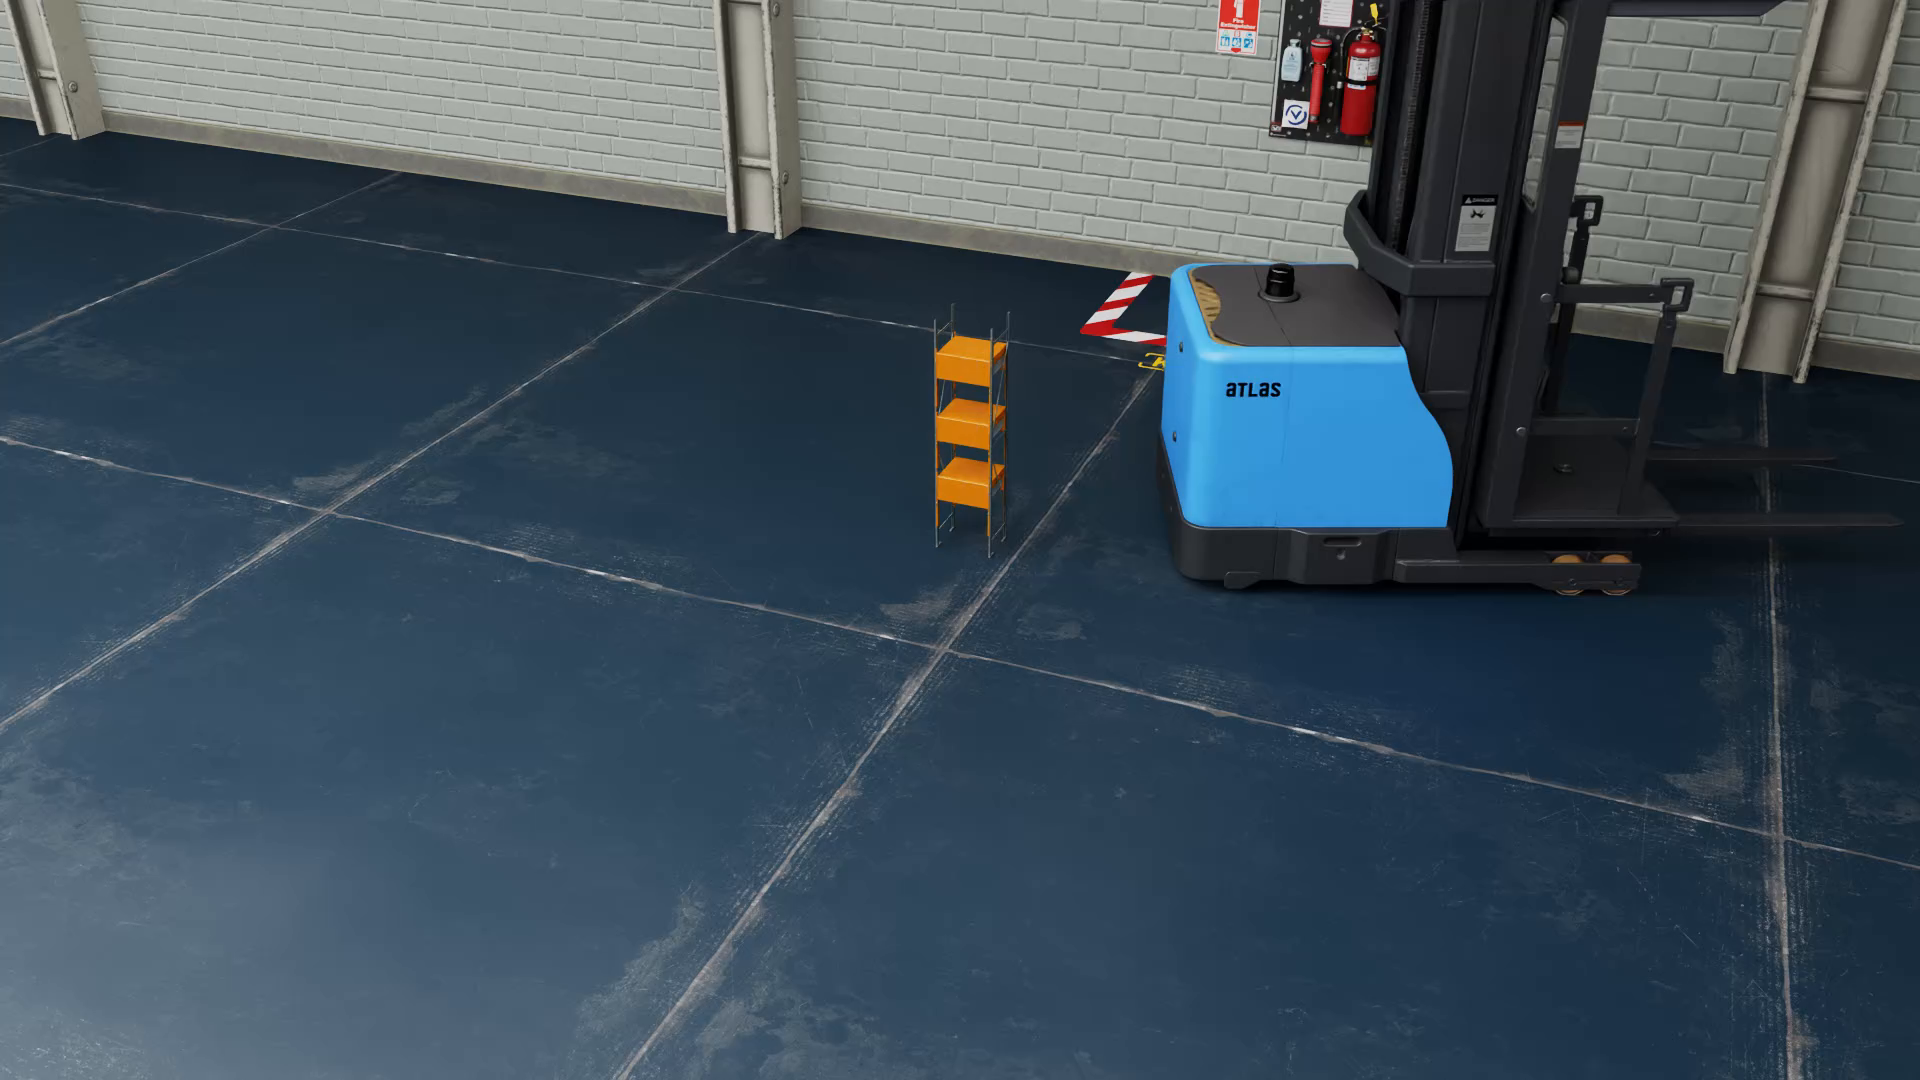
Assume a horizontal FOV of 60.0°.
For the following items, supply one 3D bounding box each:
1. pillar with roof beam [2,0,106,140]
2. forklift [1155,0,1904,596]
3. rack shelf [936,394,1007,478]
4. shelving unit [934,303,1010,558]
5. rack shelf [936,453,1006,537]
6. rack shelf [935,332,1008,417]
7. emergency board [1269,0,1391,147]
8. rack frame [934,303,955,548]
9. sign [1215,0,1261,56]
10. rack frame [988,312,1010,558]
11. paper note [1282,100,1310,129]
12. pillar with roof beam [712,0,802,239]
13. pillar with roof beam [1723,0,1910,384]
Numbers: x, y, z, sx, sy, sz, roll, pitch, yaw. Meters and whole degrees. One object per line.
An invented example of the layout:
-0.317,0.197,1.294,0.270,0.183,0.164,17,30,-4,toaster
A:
-8.443,-5.098,7.125,0.400,9.000,9.100,11,31,19,pillar with roof beam
2.413,-1.309,6.587,3.031,2.935,1.130,0,29,0,forklift
0.050,-0.438,6.979,0.240,0.259,0.215,11,31,19,rack shelf
0.050,-0.447,6.974,0.252,1.050,0.215,11,31,19,shelving unit
0.050,-0.196,7.116,0.240,0.259,0.215,11,31,19,rack shelf
0.050,-0.685,6.840,0.240,0.259,0.215,11,31,19,rack shelf
2.019,-2.704,8.985,0.643,1.169,0.194,11,31,19,emergency board
-0.063,-0.470,7.014,0.008,1.050,0.200,11,31,19,rack frame
1.545,-2.869,9.241,0.234,0.329,0.001,11,31,19,sign
0.163,-0.425,6.934,0.008,1.050,0.200,11,31,19,rack frame
1.881,-2.385,9.316,0.142,0.148,0.016,11,31,19,paper note
-2.884,-3.988,5.161,0.400,9.000,9.100,11,31,19,pillar with roof beam
2.676,-2.878,3.197,0.400,9.000,9.100,11,31,19,pillar with roof beam
